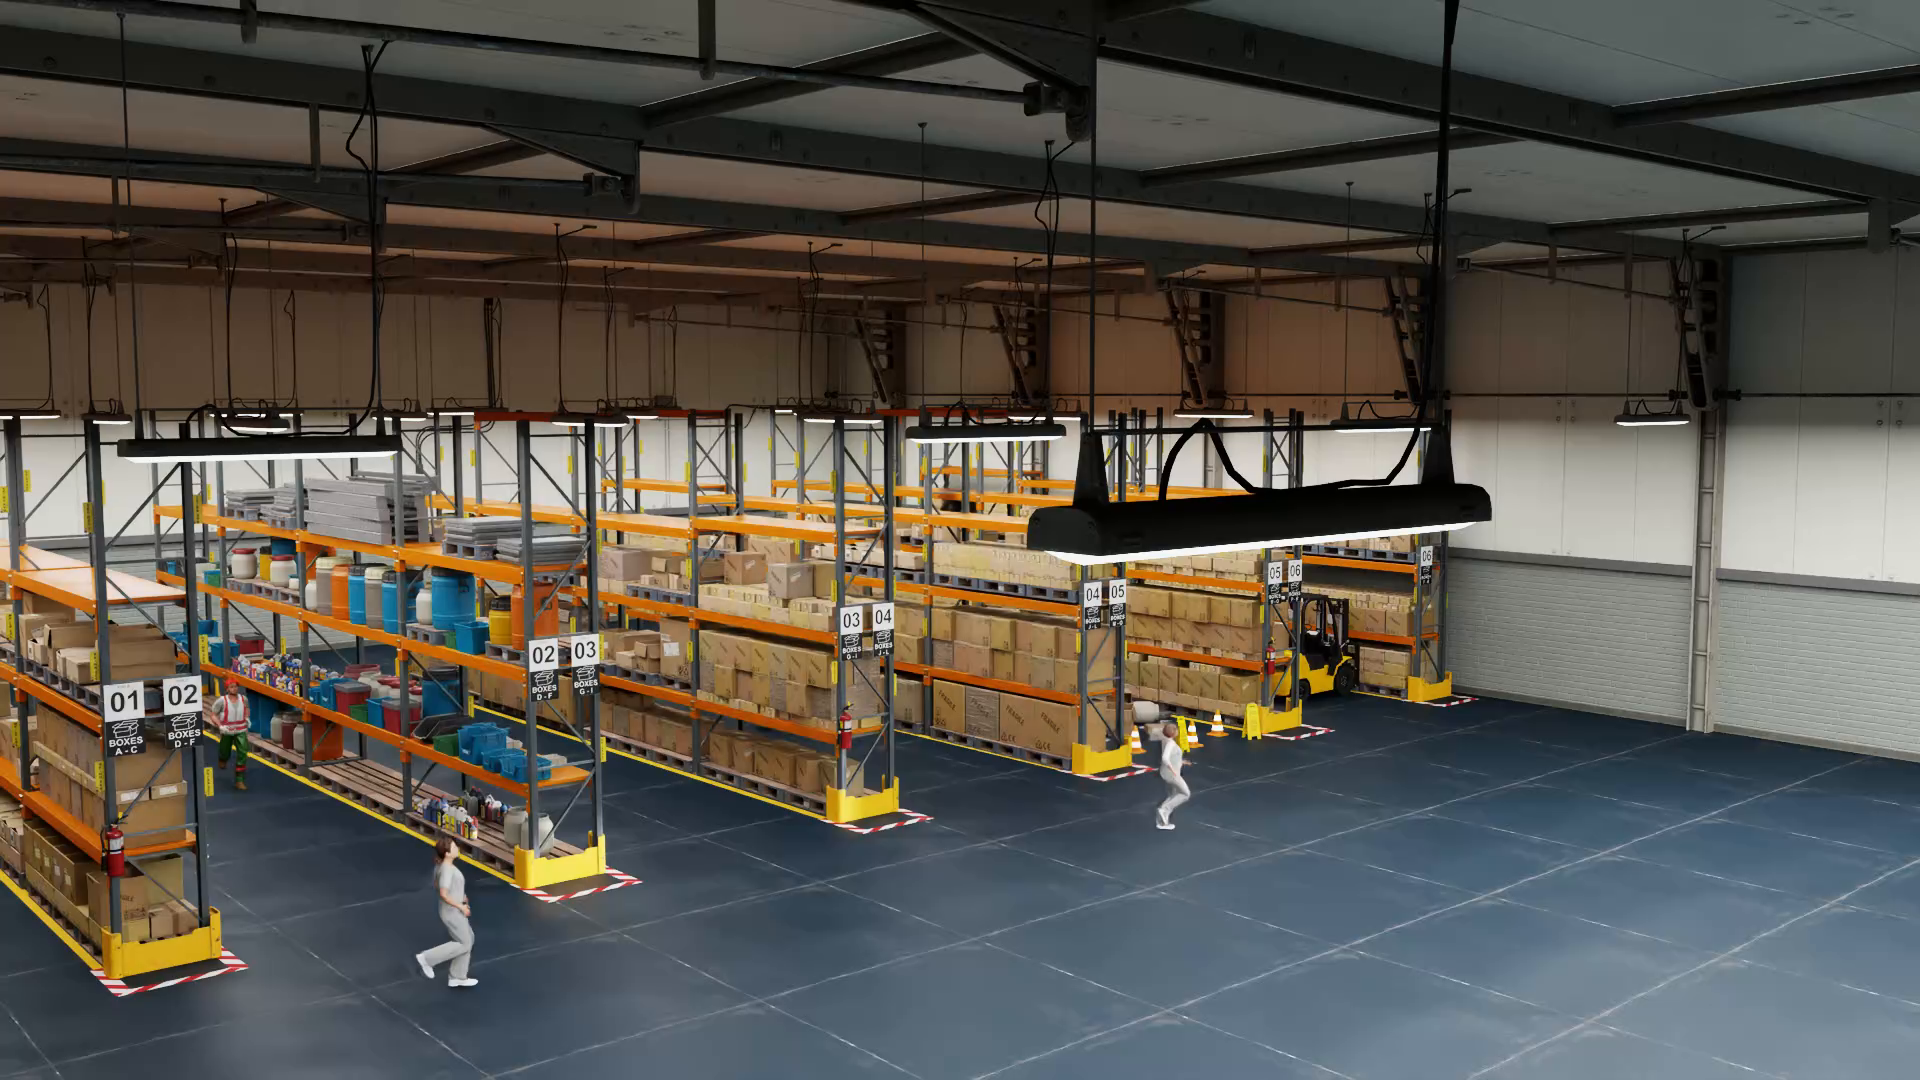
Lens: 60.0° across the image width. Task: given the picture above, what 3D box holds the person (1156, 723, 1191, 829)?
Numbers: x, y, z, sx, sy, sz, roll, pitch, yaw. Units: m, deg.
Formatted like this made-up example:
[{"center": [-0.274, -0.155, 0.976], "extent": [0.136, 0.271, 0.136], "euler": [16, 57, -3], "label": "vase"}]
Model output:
[{"center": [3.117, 3.439, 24.170], "extent": [0.540, 1.539, 0.532], "euler": [-1, 5, -11], "label": "person"}]

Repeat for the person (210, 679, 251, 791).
[{"center": [-11.778, 3.114, 26.901], "extent": [0.634, 1.766, 1.049], "euler": [-4, 6, -36], "label": "person"}]

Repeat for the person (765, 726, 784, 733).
[{"center": [-3.514, 2.722, 31.220], "extent": [0.840, 1.790, 0.729], "euler": [4, 7, 41], "label": "person"}]

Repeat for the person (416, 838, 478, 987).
[{"center": [-5.477, 3.972, 17.699], "extent": [0.623, 1.631, 0.570], "euler": [-2, 5, -23], "label": "person"}]
